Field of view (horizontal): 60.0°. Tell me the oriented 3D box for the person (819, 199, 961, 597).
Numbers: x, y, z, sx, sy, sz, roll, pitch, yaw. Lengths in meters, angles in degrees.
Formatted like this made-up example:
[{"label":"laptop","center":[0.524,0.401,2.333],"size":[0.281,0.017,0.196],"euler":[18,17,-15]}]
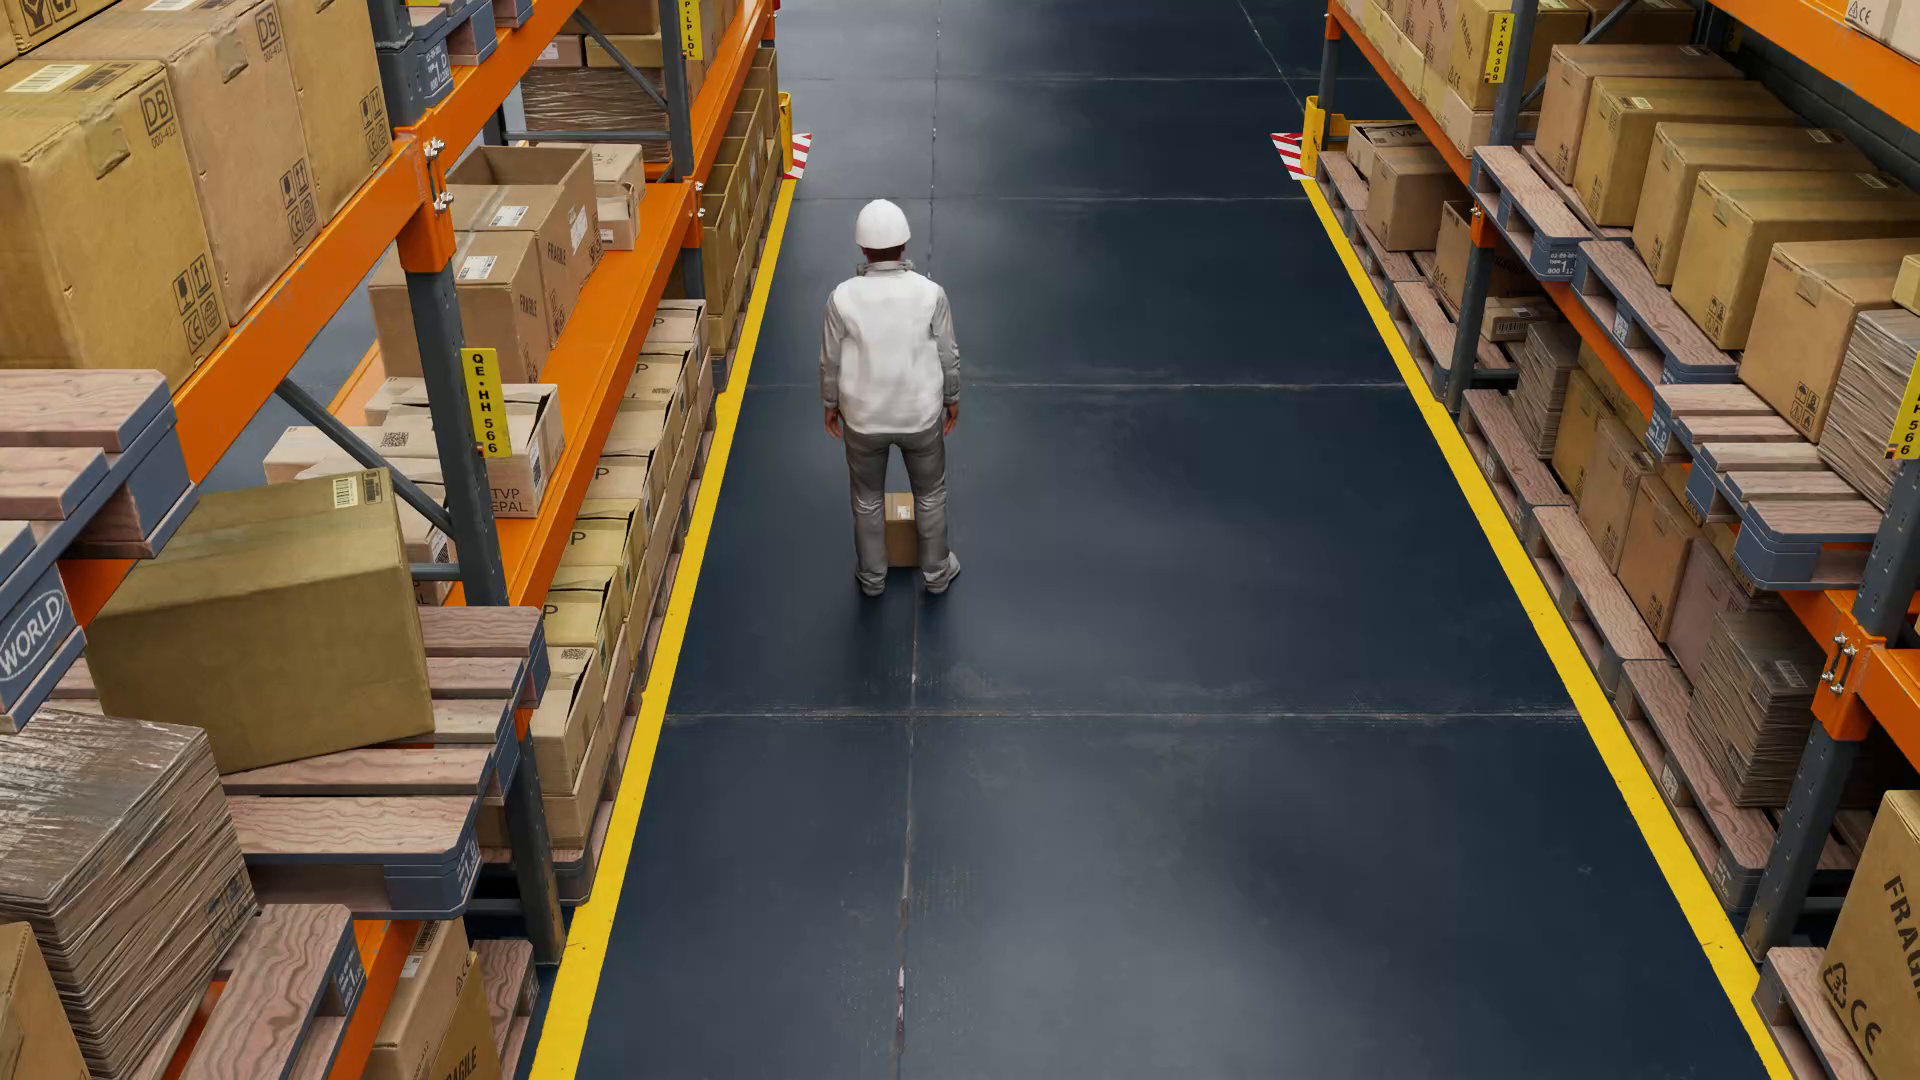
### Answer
[{"label":"person","center":[-0.285,-0.563,7.032],"size":[0.583,1.773,0.458],"euler":[-1,31,-2]}]
